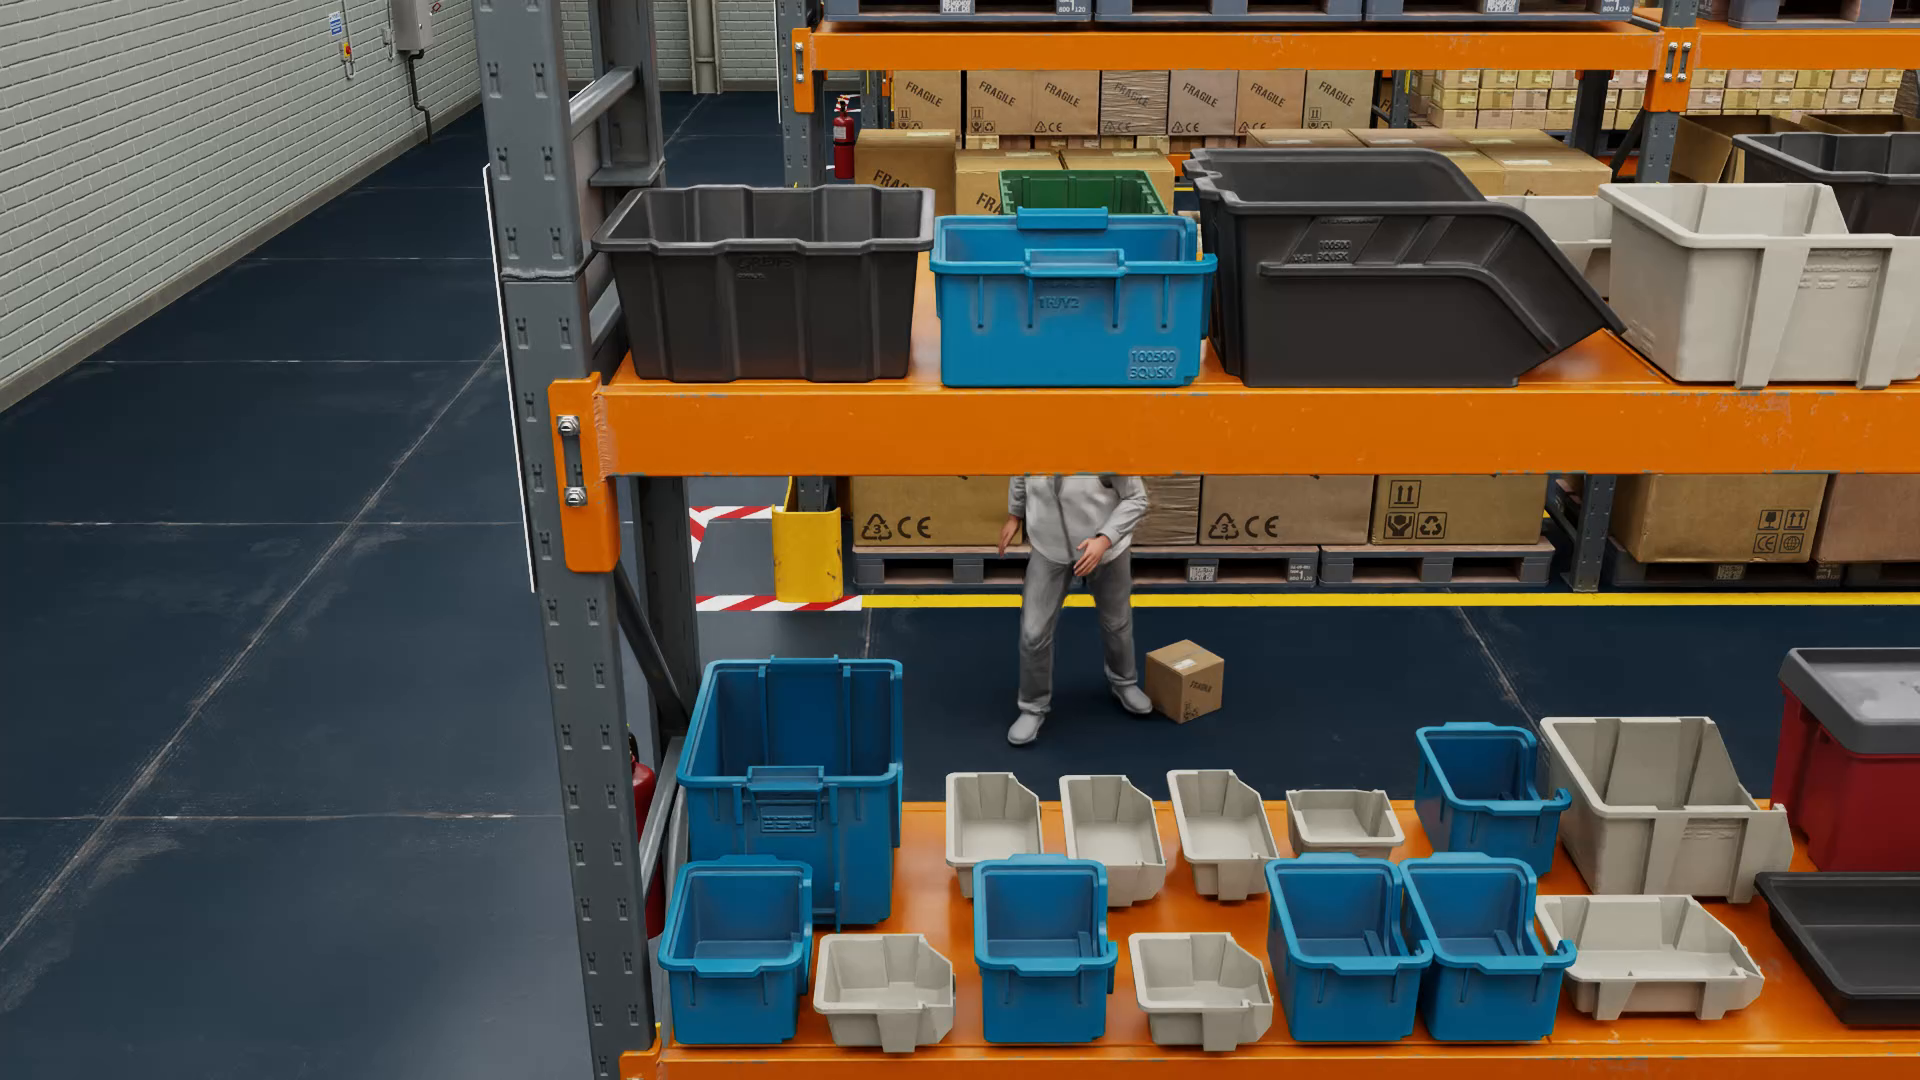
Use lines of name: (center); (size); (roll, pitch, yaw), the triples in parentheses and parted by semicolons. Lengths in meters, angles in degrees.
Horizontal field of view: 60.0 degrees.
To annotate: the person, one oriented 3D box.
person: (0.479, 0.039, 7.042); (0.697, 1.731, 0.790); (6, 25, 14)
